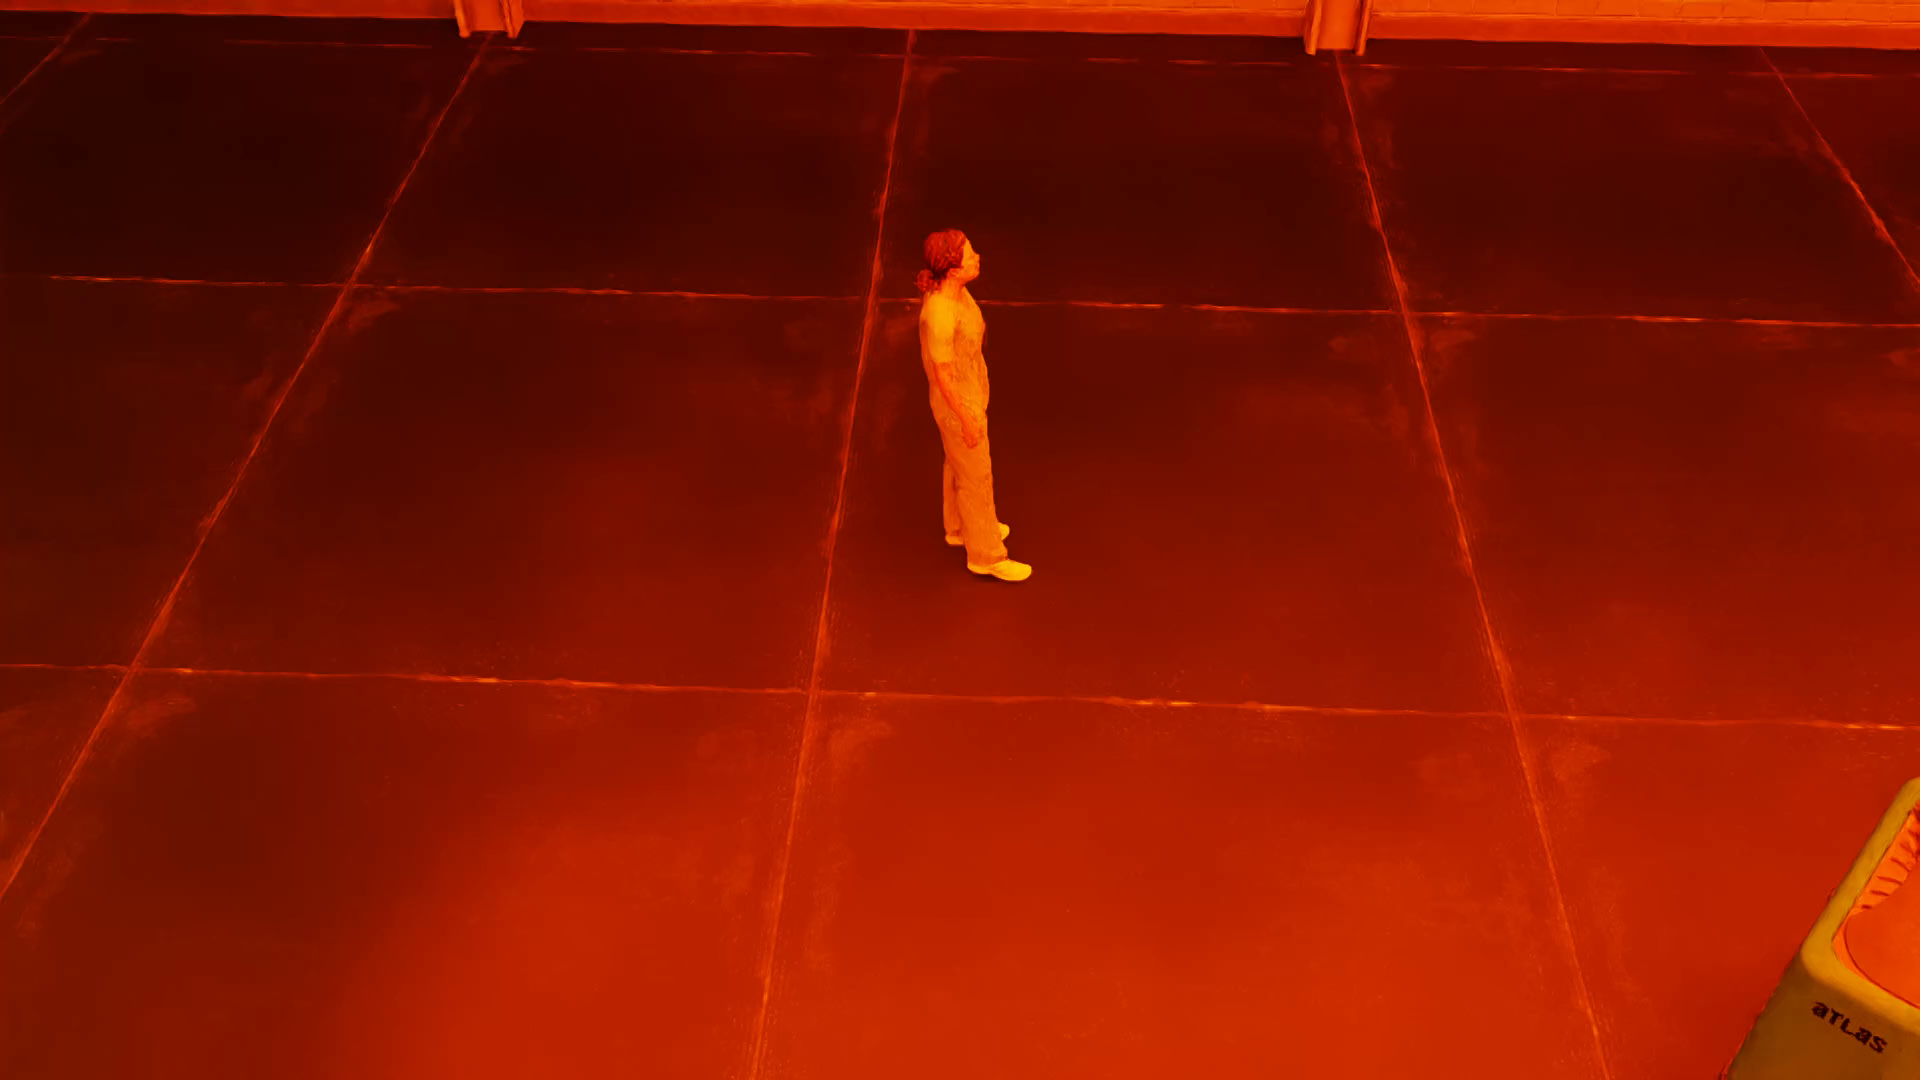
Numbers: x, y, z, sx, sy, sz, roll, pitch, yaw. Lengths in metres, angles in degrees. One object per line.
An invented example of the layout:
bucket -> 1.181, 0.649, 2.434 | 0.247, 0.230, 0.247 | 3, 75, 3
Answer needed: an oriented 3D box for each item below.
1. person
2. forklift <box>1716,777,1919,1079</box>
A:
person -> 0.073, -0.613, 7.334 | 0.548, 1.674, 0.550 | 2, 42, 2
forklift -> 3.946, 1.379, 4.232 | 3.031, 2.935, 1.130 | 32, 51, 30
